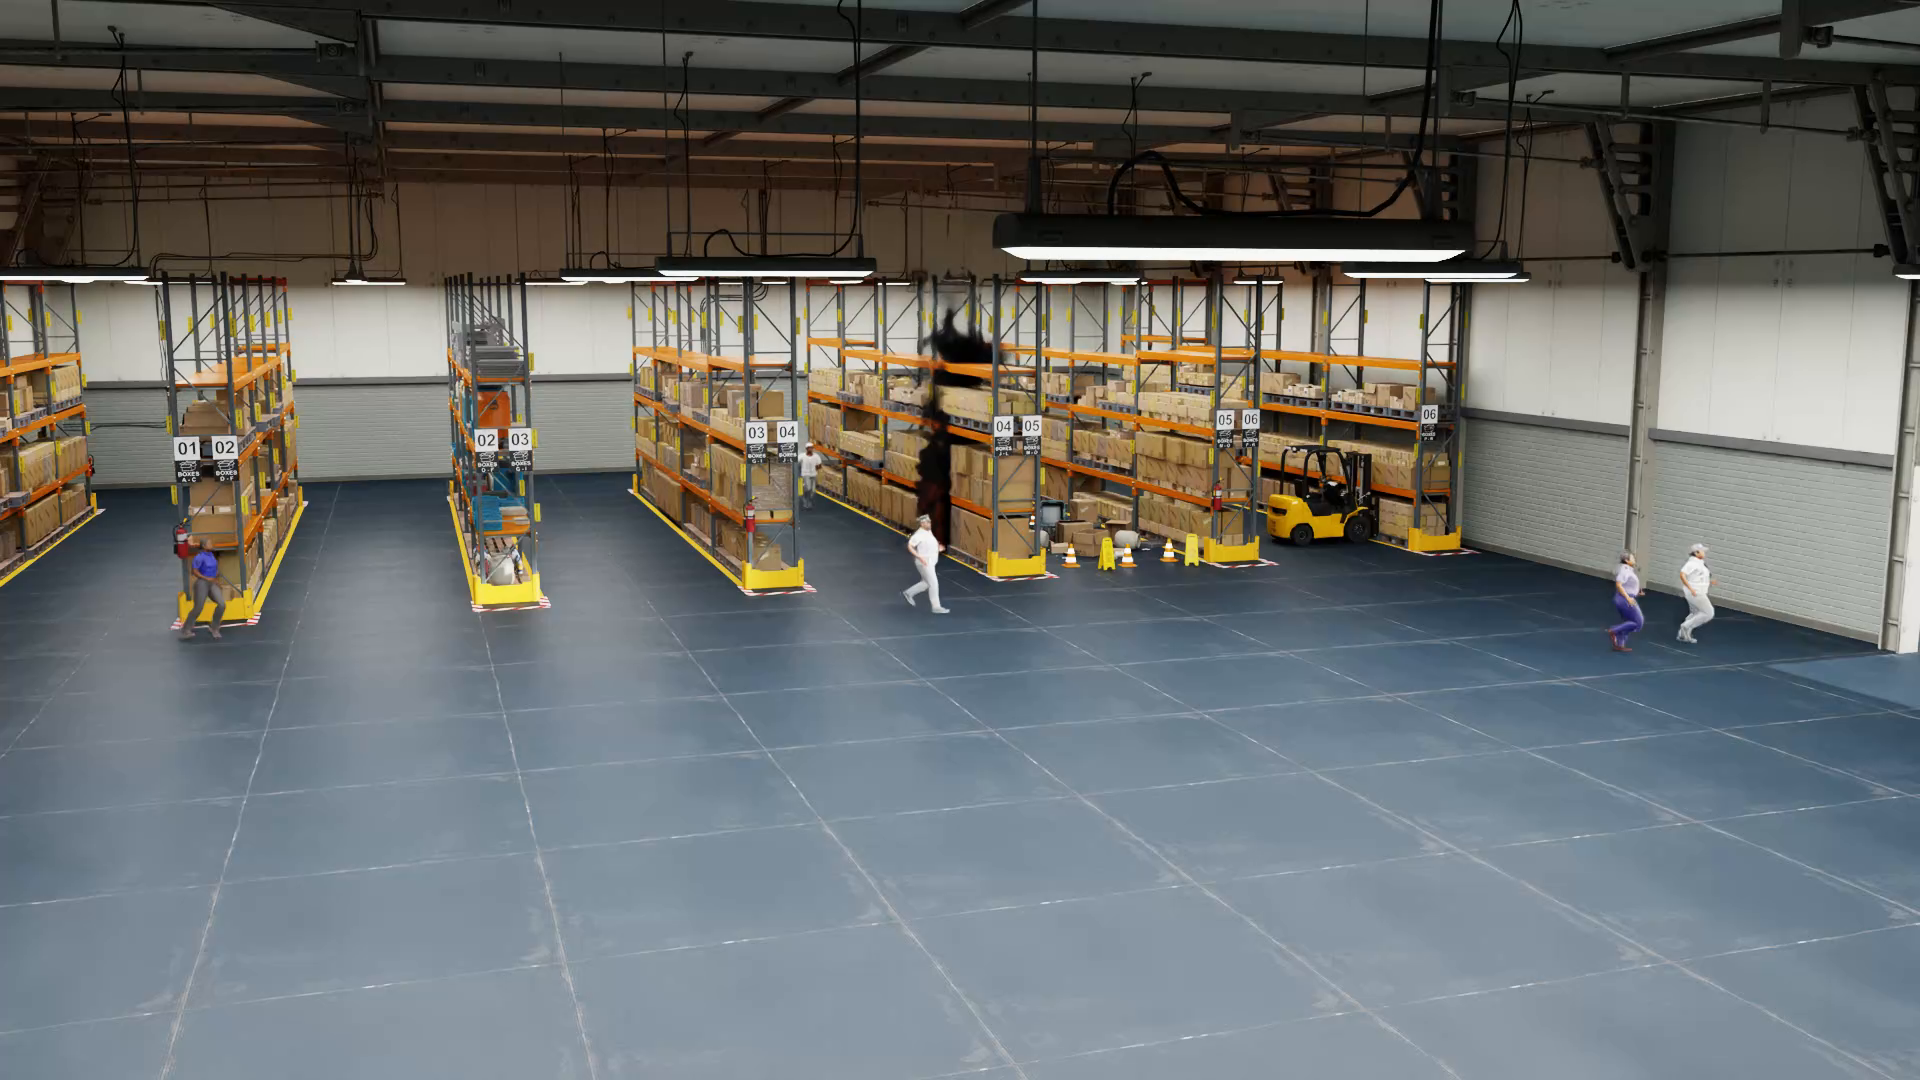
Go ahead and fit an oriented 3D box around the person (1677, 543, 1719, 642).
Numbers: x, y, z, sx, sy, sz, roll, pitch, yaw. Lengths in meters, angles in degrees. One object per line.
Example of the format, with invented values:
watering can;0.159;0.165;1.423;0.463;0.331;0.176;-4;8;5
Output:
person;11.963;0.867;26.926;0.574;1.626;0.593;5;10;28

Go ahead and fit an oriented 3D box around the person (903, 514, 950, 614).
person;-0.616;0.402;29.519;0.943;1.755;0.673;3;9;20

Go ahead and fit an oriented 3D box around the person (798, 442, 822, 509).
person;-3.909;-1.667;43.260;0.684;1.740;0.667;-3;9;-21

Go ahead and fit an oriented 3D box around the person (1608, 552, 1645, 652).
person;10.566;0.980;26.352;0.547;1.603;0.607;2;9;13

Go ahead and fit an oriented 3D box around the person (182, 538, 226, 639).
person;-12.470;0.796;27.486;0.681;1.675;0.633;2;9;15
